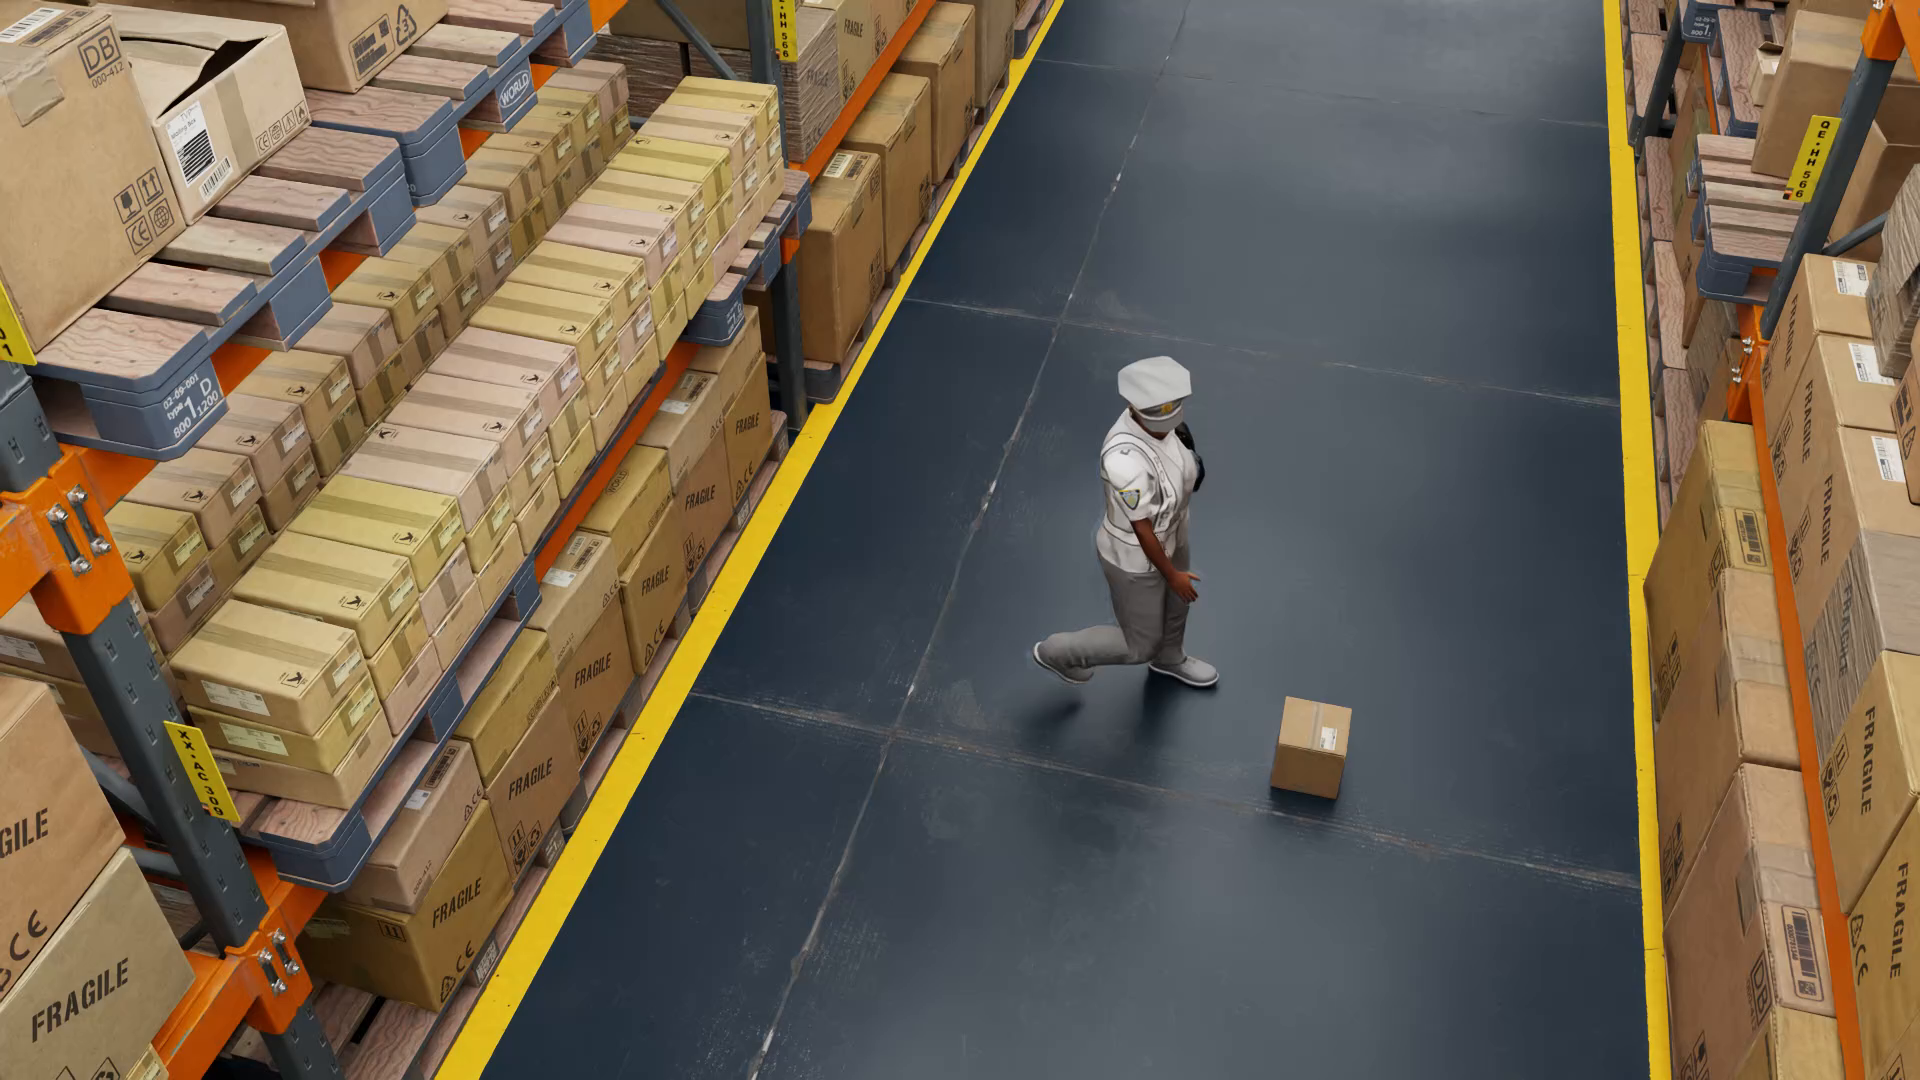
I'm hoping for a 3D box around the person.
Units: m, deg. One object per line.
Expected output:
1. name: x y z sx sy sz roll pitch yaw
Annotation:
1. person: 0.661 -0.010 6.170 0.662 1.634 0.516 18 44 19
